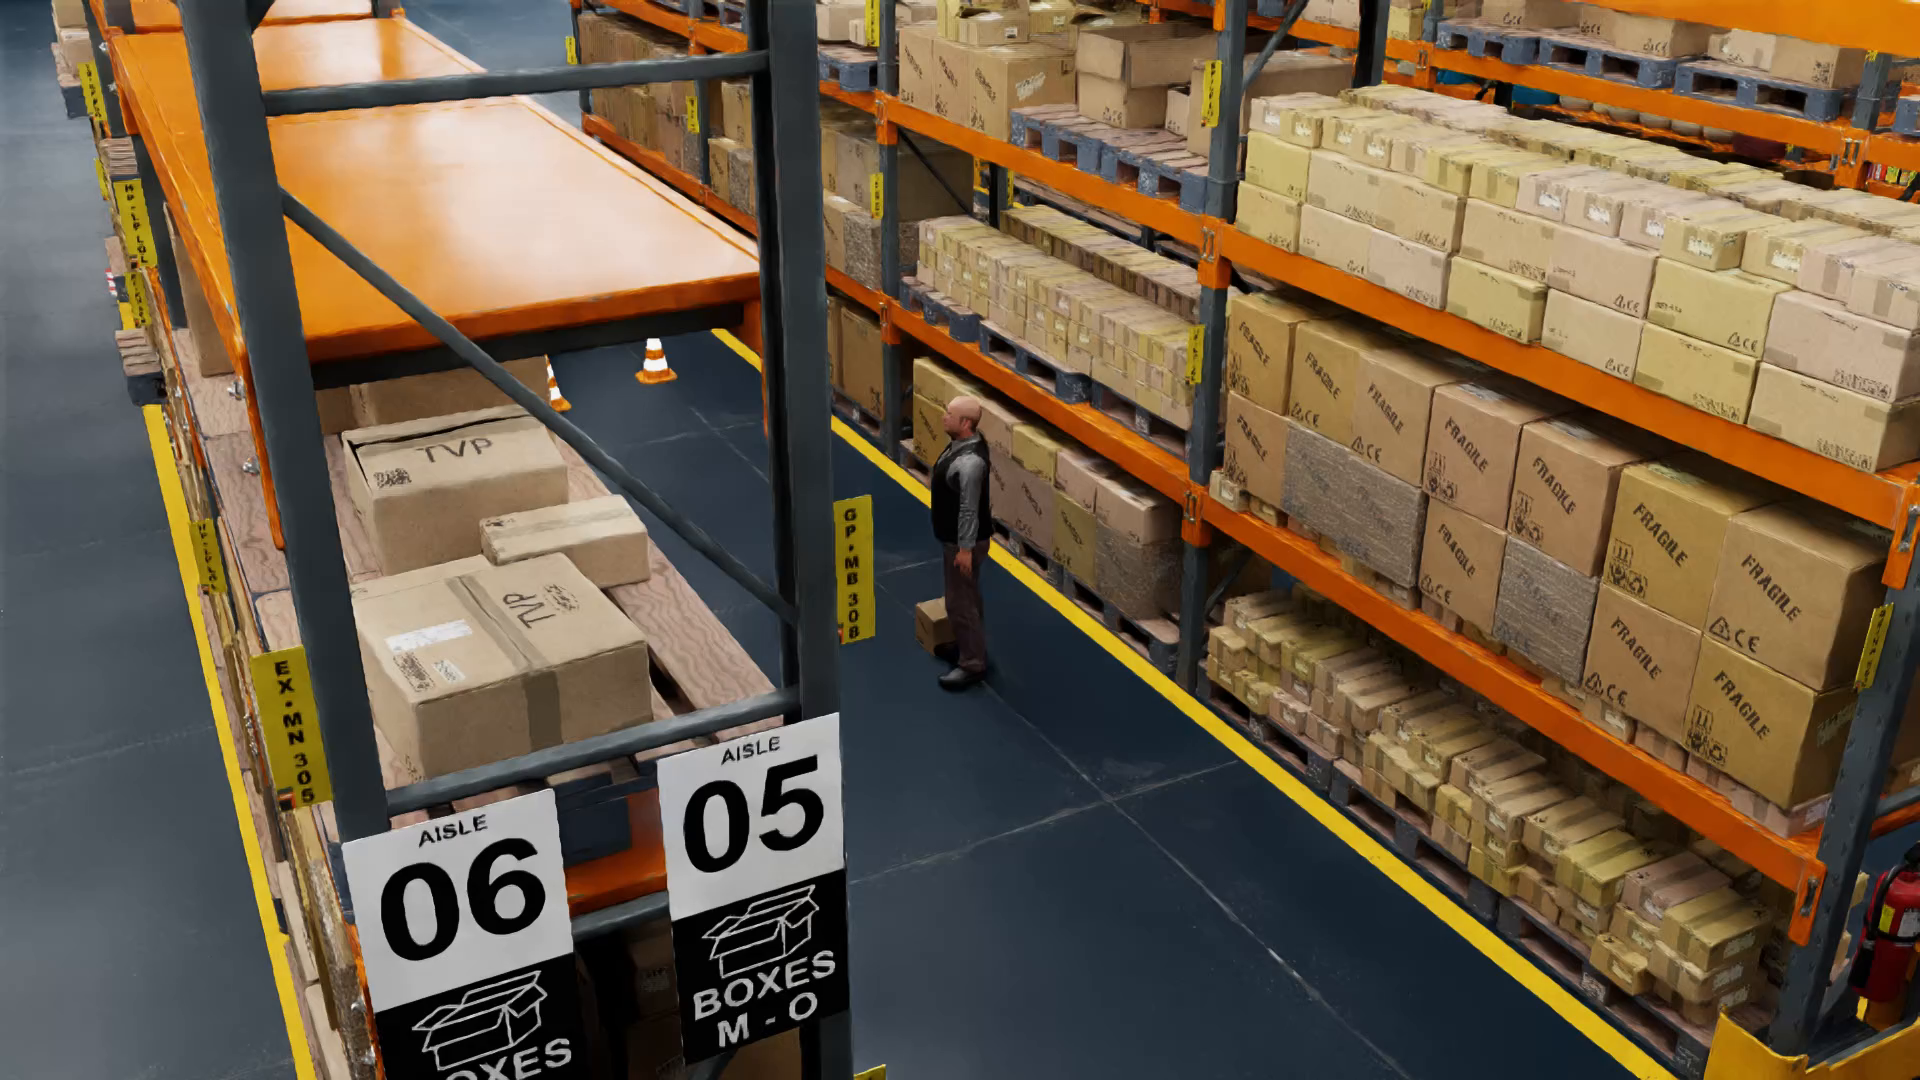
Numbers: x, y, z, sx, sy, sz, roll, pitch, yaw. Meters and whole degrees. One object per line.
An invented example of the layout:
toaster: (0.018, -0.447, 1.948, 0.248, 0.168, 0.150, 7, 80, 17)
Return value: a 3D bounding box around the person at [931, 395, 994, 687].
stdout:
person: (0.012, -0.024, 9.672, 0.358, 1.723, 0.567, -2, 25, -3)
